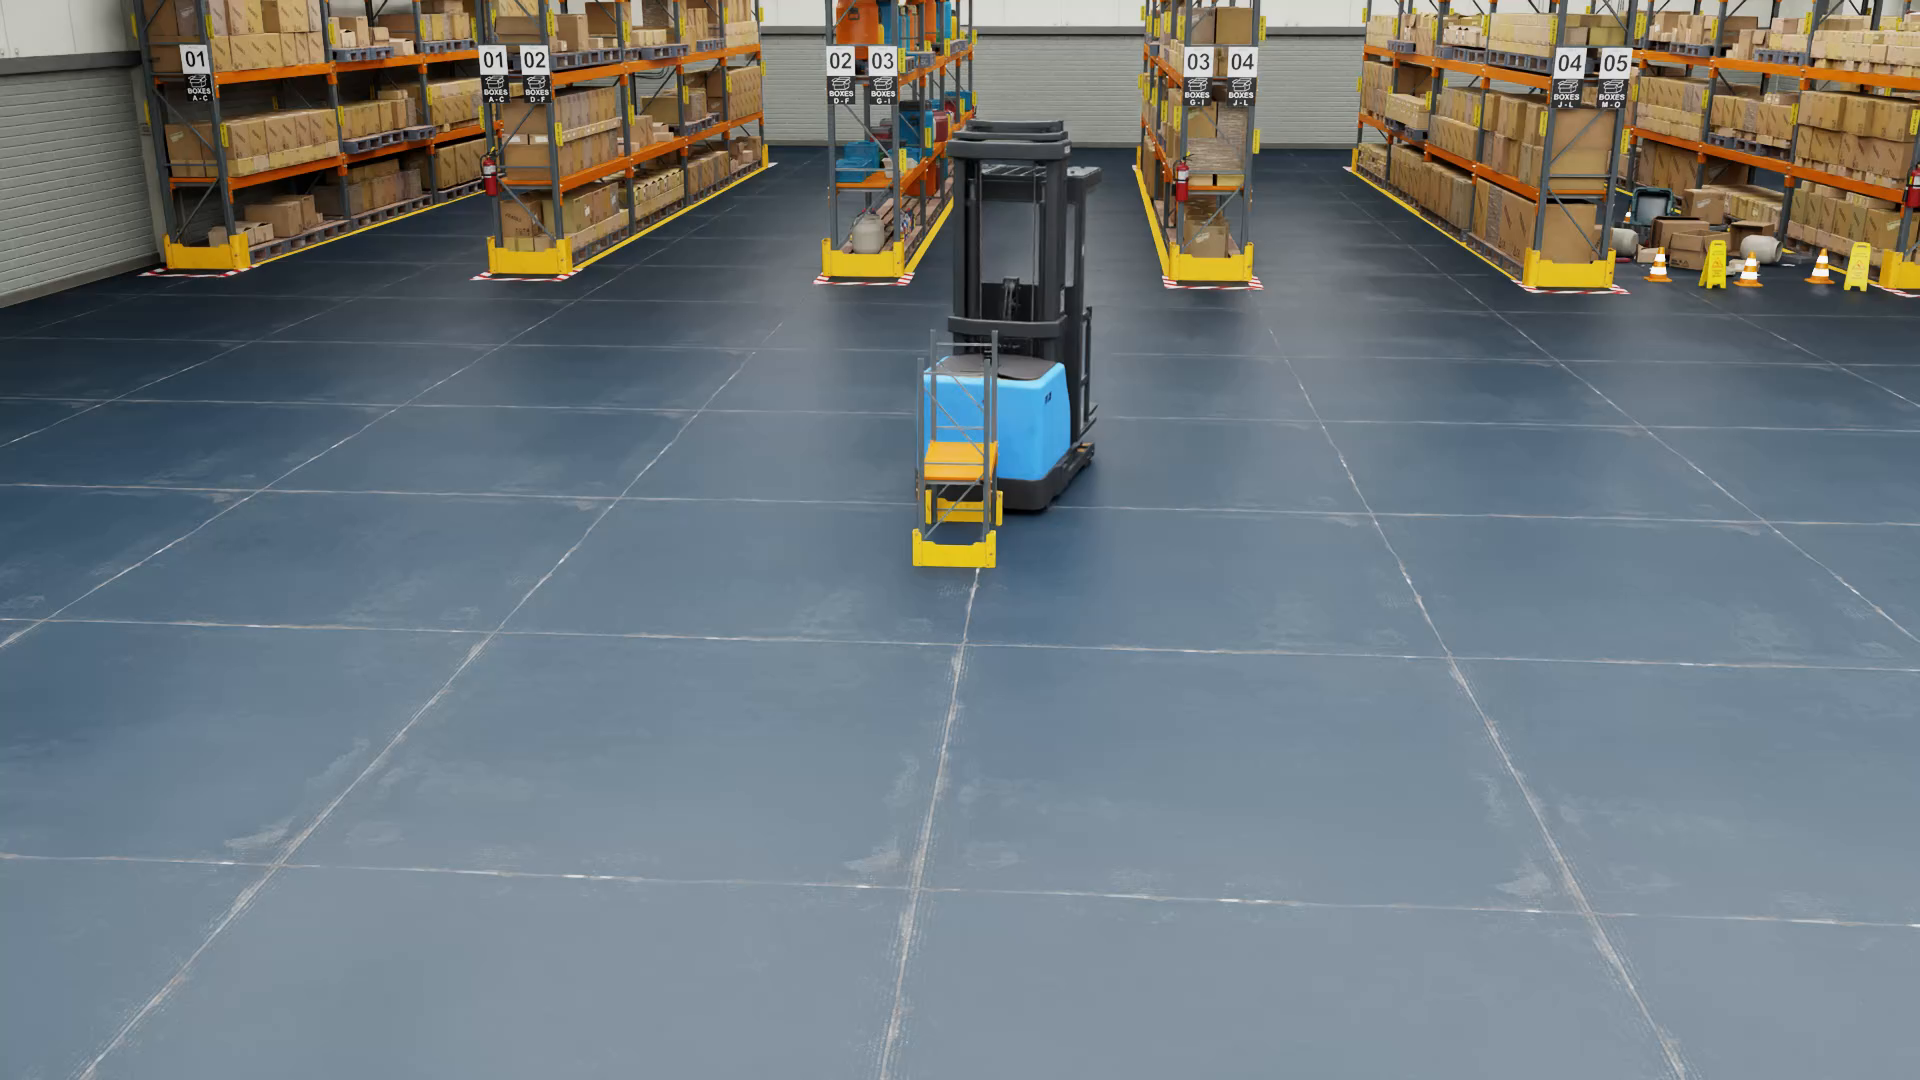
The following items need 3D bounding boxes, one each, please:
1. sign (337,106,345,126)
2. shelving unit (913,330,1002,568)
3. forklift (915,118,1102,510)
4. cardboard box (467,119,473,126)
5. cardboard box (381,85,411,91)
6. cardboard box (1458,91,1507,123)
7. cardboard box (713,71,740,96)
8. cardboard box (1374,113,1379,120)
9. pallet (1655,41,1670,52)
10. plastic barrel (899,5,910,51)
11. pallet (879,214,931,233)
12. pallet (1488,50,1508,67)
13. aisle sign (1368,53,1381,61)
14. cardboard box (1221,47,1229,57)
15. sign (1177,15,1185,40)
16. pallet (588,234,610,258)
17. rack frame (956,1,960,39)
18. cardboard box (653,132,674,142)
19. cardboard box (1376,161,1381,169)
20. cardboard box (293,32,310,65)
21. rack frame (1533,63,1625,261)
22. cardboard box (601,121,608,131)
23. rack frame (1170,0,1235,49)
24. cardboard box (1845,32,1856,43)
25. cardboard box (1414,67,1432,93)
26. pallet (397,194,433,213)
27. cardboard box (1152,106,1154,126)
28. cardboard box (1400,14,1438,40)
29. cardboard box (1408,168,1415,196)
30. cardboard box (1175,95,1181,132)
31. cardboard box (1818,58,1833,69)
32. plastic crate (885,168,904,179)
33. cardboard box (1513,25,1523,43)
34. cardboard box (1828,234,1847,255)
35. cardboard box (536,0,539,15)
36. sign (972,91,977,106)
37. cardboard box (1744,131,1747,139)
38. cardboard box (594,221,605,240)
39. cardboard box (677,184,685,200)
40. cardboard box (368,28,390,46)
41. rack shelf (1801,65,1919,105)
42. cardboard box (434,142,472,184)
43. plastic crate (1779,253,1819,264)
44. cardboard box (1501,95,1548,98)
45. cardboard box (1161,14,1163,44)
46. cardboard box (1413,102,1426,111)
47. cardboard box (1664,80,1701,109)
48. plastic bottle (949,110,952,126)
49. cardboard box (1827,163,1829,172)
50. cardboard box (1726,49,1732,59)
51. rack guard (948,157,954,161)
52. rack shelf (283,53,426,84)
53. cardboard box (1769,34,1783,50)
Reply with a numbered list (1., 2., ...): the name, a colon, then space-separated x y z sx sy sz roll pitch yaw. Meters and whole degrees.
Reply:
1. sign: -10.413 -7.129 27.973 0.100 0.325 0.005 1 18 4
2. shelving unit: -0.005 -0.689 12.117 0.587 1.500 1.083 1 18 4
3. forklift: 0.546 -2.045 13.956 1.130 2.935 3.031 5 19 15
4. cardboard box: -10.258 -8.597 34.215 0.380 0.149 0.250 1 18 2
5. cardboard box: -10.894 -8.671 32.195 0.500 0.250 0.500 2 18 5
6. cardboard box: 8.946 -7.404 28.436 0.700 0.500 0.500 1 18 3
7. cardboard box: -5.089 -9.926 36.131 0.500 0.500 0.500 1 18 2
8. cardboard box: 9.208 -9.200 36.087 0.380 0.149 0.250 2 18 5
9. pallet: 14.308 -9.708 32.723 0.805 0.209 1.217 1 18 2
10. plastic barrel: -1.160 -8.739 28.654 0.600 0.901 0.708 1 18 4
11. pallet: -1.056 -5.426 28.644 1.003 0.211 1.213 1 18 4
12. pallet: 8.738 -7.383 25.463 1.003 0.211 1.213 1 18 4
13. aisle sign: 9.373 -11.245 37.750 0.394 0.787 0.004 1 18 4
14. cardboard box: 3.830 -6.778 23.073 0.380 0.149 0.250 1 18 4
15. sign: 3.028 -7.018 22.786 0.100 0.325 0.005 1 18 4
16. pallet: -6.197 -4.667 26.327 1.003 0.211 1.213 1 18 4
17. rack frame: -0.500 -11.842 34.111 1.000 3.000 0.127 1 18 4
18. cardboard box: -5.516 -7.456 30.763 0.380 0.149 0.250 1 18 4
19. cardboard box: 9.094 -7.997 35.439 0.380 0.149 0.250 1 18 2
20. cardboard box: -10.794 -7.891 26.678 0.500 0.500 0.500 0 18 -1
21. rack frame: 8.520 -5.011 22.900 1.000 3.000 0.127 1 18 4
22. cardboard box: -5.873 -6.645 26.683 0.380 0.149 0.250 1 18 4
23. rack frame: 3.867 -9.247 26.191 1.000 3.000 0.127 1 18 4
24. cardboard box: 13.373 -7.447 24.638 0.380 0.149 0.250 1 18 2
25. cardboard box: 9.656 -9.537 34.468 0.500 0.500 0.500 2 18 5
26. pallet: -10.726 -6.402 31.622 1.003 0.211 1.213 1 18 4
27. cardboard box: 4.055 -8.319 32.832 0.500 0.500 0.500 2 18 5
28. cardboard box: 9.243 -10.296 33.374 0.700 0.500 0.500 1 18 4
29. cardboard box: 8.921 -6.879 31.940 0.500 0.500 0.500 2 18 6
30. cardboard box: 3.441 -6.305 24.602 0.500 0.500 0.500 1 18 4
31. cardboard box: 13.407 -7.309 25.499 0.380 0.149 0.250 1 18 4
32. plastic crate: -0.975 -5.410 24.538 0.298 0.136 0.250 1 18 4
33. cardboard box: 8.387 -7.380 24.240 0.500 0.250 0.500 1 18 4
34. cardboard box: 13.331 -4.406 24.793 0.500 0.250 0.500 1 18 2
35. cardboard box: -9.875 -12.179 38.158 0.500 0.500 0.500 1 18 4
36. sign: 0.337 -10.304 38.789 0.100 0.325 0.005 1 18 4
37. cardboard box: 13.749 -6.979 28.634 0.380 0.149 0.250 2 18 6
38. cardboard box: -5.931 -4.896 26.290 0.500 0.250 0.500 1 18 4
39. cardboard box: -5.521 -6.585 31.442 0.500 0.250 0.500 2 18 5
40. cardboard box: -10.854 -9.053 30.220 0.797 0.503 0.637 4 19 12
41. rack shelf: 13.608 -6.637 24.199 1.077 0.370 4.000 1 18 4
42. cardboard box: -10.415 -7.645 33.716 0.750 0.750 0.750 1 18 4
43. plastic crate: 12.821 -4.318 25.472 0.402 0.080 0.583 -5 19 -15
44. cardboard box: 8.823 -6.551 25.623 0.875 0.550 0.550 1 18 4
45. cardboard box: 3.823 -9.051 29.447 0.500 0.500 0.500 1 18 4
46. cardboard box: 8.692 -8.099 31.097 0.380 0.149 0.250 1 18 3
47. cardboard box: 13.929 -8.577 32.014 0.500 0.500 0.500 1 18 3
48. plastic bottle: -0.239 -8.675 34.159 0.144 0.351 0.185 1 18 4
49. cardboard box: 13.413 -5.642 25.229 0.380 0.149 0.250 1 18 4
50. cardboard box: 13.846 -8.629 29.526 0.380 0.149 0.250 1 18 4
51. rack guard: -0.224 -9.053 39.249 1.175 0.500 0.348 1 18 4
52. rack shelf: -10.812 -8.432 29.678 1.077 0.370 4.000 1 18 4
53. cardboard box: 13.728 -8.228 27.467 0.500 0.250 0.500 2 18 5
